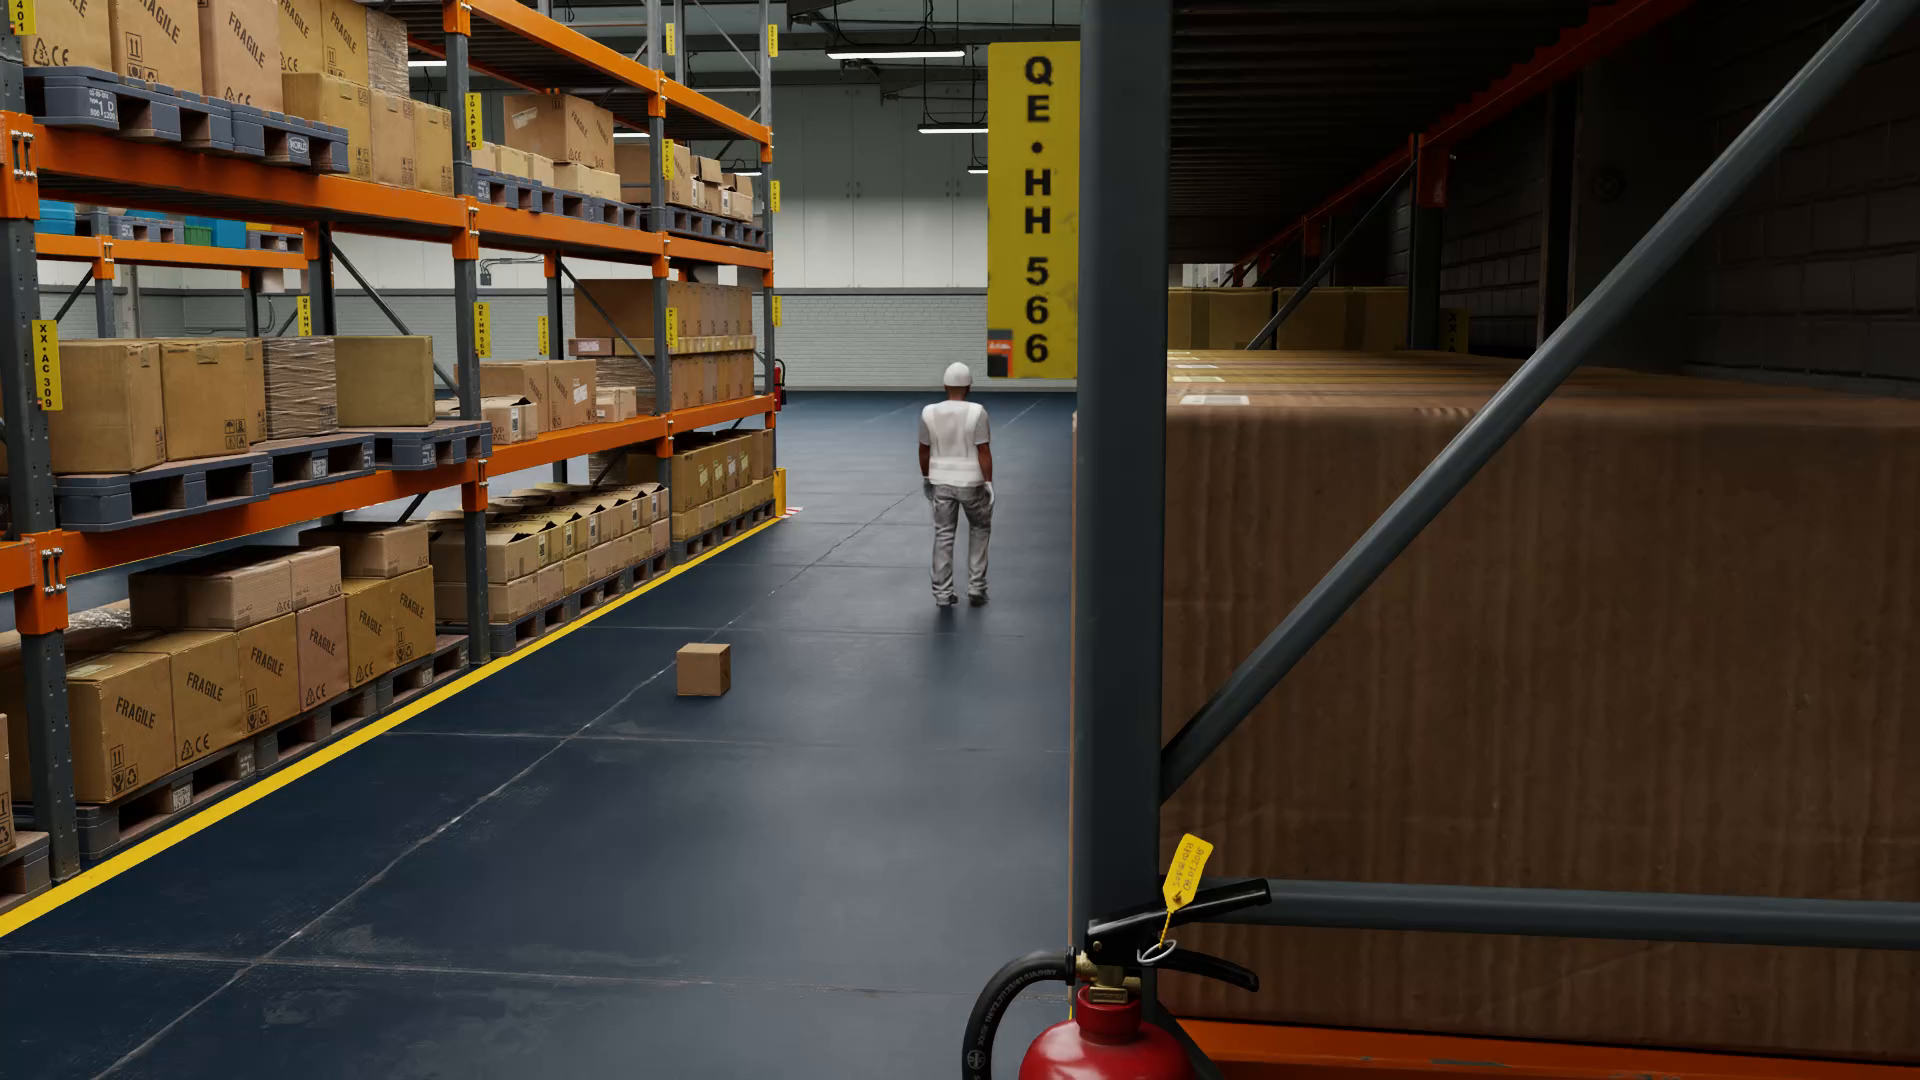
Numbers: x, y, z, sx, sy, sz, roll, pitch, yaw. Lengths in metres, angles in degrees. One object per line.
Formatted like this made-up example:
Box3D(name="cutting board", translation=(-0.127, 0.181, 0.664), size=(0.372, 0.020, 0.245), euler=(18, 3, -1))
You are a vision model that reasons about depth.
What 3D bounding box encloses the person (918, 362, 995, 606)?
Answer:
Box3D(name="person", translation=(0.000, -0.382, 12.239), size=(0.602, 1.846, 0.626), euler=(2, 8, 14))
